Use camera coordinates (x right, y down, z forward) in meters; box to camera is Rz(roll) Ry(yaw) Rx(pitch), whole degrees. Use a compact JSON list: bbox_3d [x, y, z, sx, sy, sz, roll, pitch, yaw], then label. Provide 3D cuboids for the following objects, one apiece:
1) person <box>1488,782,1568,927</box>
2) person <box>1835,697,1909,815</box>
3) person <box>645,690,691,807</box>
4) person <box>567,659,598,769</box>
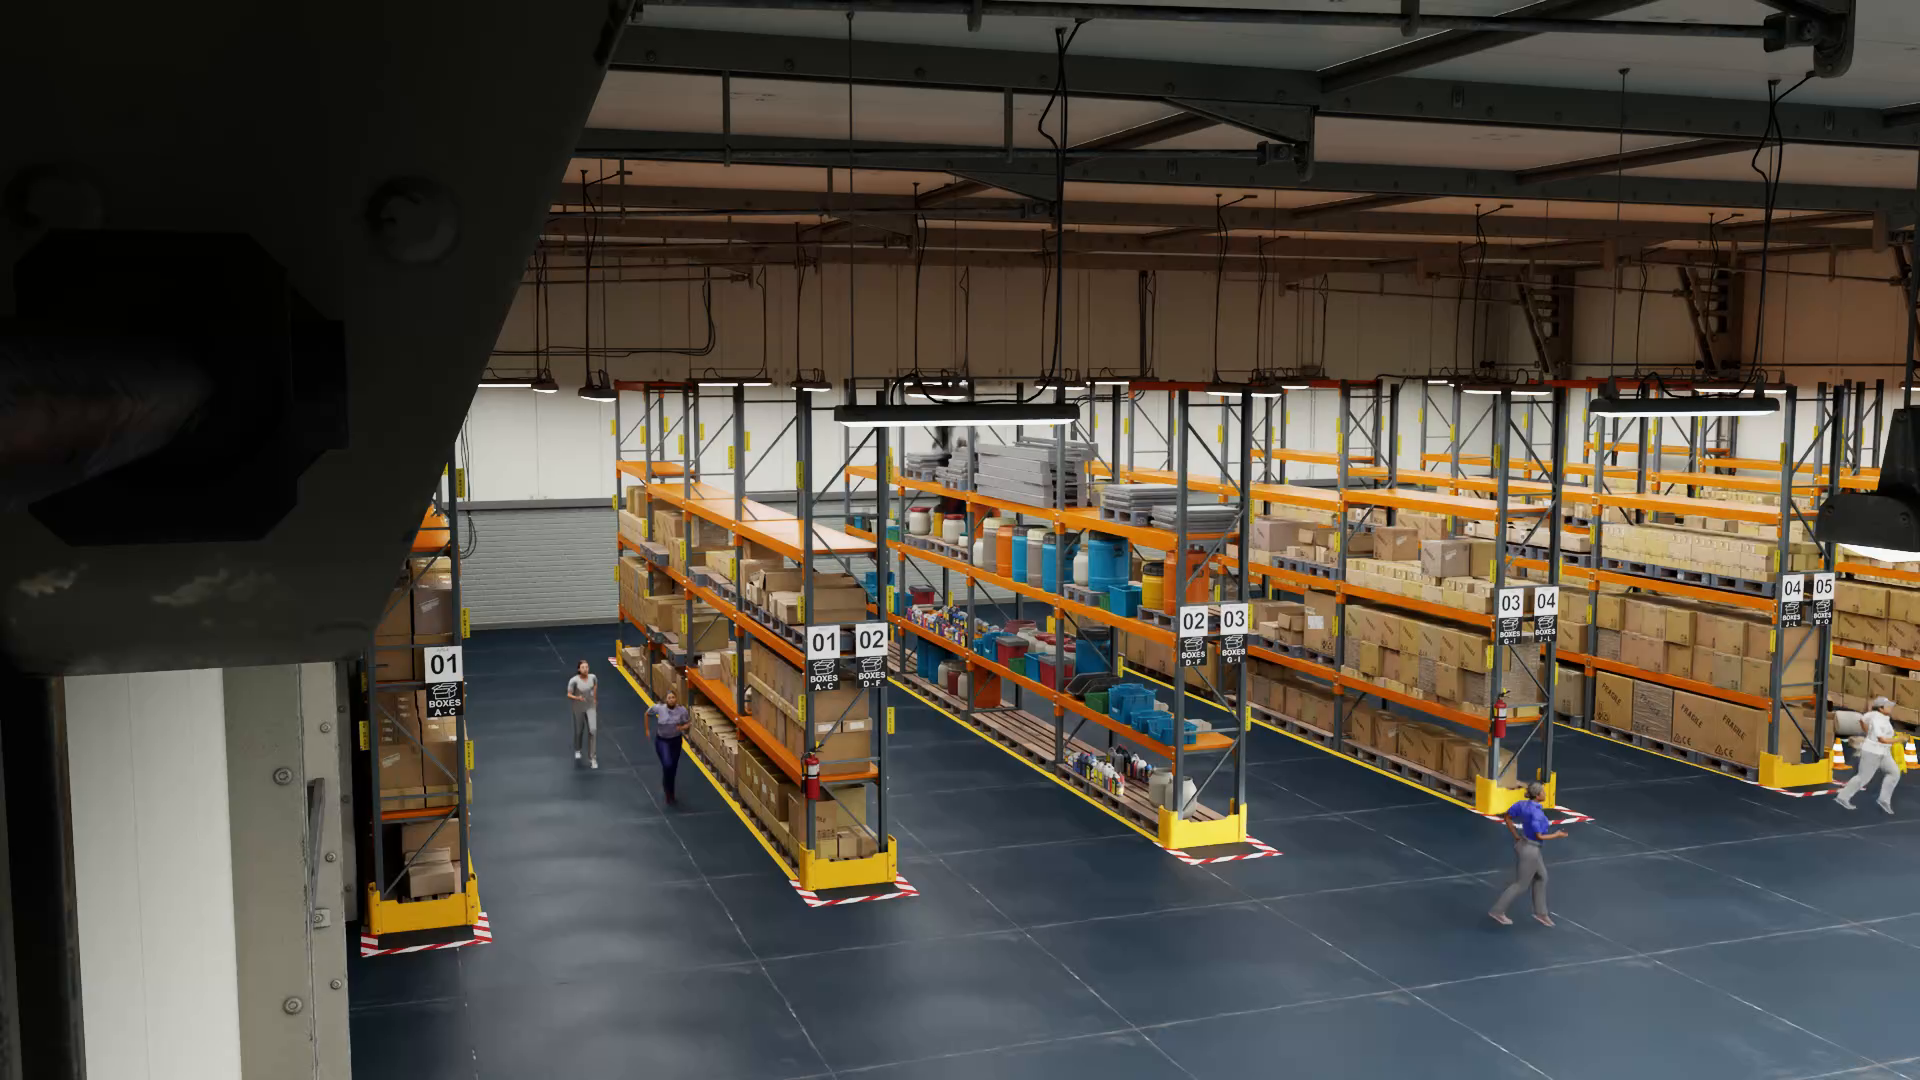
[{"bbox_3d":[6.362,3.550,18.651,0.843,1.708,0.535,0,6,4],"label":"person"},{"bbox_3d":[12.885,3.039,23.442,0.842,1.708,0.611,4,7,31],"label":"person"},{"bbox_3d":[-4.221,2.983,24.102,0.626,1.686,0.815,-2,7,-22],"label":"person"},{"bbox_3d":[-5.966,2.714,26.314,0.518,1.696,0.887,-3,7,-23],"label":"person"}]
